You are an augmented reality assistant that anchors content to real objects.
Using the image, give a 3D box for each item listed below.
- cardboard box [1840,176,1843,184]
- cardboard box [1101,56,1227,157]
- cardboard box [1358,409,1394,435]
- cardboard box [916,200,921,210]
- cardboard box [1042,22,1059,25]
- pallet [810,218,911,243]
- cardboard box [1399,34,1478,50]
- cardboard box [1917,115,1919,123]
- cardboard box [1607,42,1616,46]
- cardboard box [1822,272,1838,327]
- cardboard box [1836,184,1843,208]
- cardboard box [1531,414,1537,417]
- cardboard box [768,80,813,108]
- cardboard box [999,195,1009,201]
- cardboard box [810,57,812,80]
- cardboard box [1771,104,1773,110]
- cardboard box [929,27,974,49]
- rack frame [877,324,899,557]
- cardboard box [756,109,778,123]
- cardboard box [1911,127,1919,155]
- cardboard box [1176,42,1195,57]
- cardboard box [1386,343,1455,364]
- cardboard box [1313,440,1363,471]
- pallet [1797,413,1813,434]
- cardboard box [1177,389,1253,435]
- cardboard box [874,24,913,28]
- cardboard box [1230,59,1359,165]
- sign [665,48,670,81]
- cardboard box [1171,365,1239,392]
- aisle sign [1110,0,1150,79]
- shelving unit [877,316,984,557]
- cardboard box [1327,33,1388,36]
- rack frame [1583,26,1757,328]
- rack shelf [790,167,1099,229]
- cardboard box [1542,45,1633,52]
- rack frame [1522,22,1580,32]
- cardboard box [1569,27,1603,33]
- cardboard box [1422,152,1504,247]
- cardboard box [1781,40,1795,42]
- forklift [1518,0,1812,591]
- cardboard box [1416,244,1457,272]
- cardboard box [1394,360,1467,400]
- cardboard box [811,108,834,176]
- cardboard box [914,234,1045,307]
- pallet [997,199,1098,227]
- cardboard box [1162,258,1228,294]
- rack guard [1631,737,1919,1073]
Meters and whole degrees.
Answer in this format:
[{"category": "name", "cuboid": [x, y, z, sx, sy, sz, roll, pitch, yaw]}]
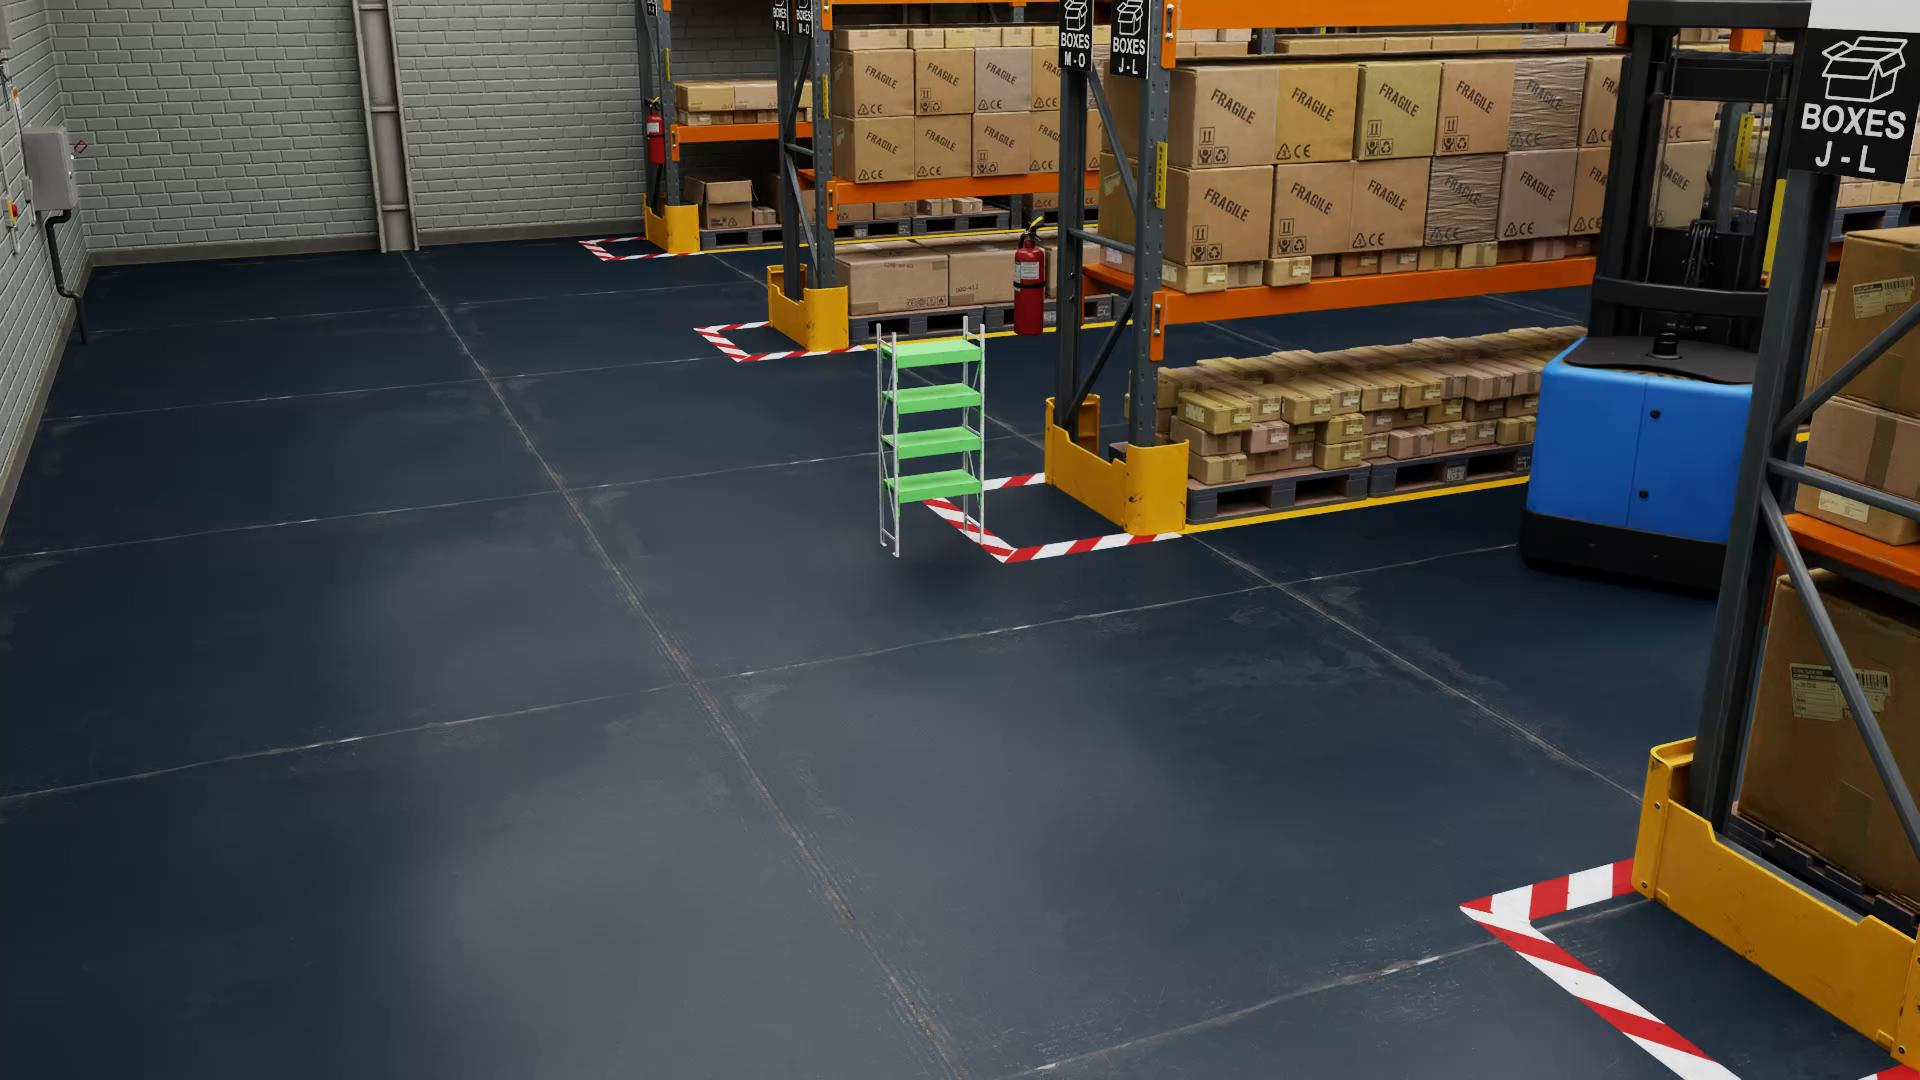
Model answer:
[{"category": "cardboard box", "cuboid": [5.263, -2.311, 10.366, 0.250, 0.149, 0.380, -9, 21, -23]}, {"category": "cardboard box", "cuboid": [1.131, -2.413, 9.256, 0.500, 0.500, 0.500, -9, 21, -23]}, {"category": "cardboard box", "cuboid": [2.340, -0.745, 9.834, 0.250, 0.149, 0.380, -9, 21, -25]}, {"category": "cardboard box", "cuboid": [-0.639, -3.935, 19.343, 0.250, 0.149, 0.380, -8, 21, -23]}, {"category": "cardboard box", "cuboid": [0.883, -4.320, 14.141, 0.250, 0.149, 0.380, -8, 21, -22]}, {"category": "pallet", "cuboid": [-1.294, -3.587, 18.891, 1.213, 0.211, 1.003, -8, 21, -22]}, {"category": "cardboard box", "cuboid": [4.336, -4.340, 15.176, 0.500, 0.500, 0.500, -9, 21, -23]}, {"category": "cardboard box", "cuboid": [6.448, -2.856, 11.466, 0.250, 0.149, 0.380, -7, 21, -20]}, {"category": "cardboard box", "cuboid": [6.409, -4.697, 16.615, 0.500, 0.500, 0.500, -9, 21, -23]}, {"category": "cardboard box", "cuboid": [5.753, -1.605, 11.065, 0.500, 0.250, 0.500, -8, 21, -20]}, {"category": "cardboard box", "cuboid": [5.278, -2.174, 10.426, 0.250, 0.149, 0.380, -8, 21, -21]}, {"category": "cardboard box", "cuboid": [3.478, -0.782, 10.386, 0.250, 0.149, 0.380, -9, 21, -23]}, {"category": "cardboard box", "cuboid": [-1.764, -4.809, 17.941, 0.500, 0.250, 0.500, -9, 21, -23]}, {"category": "cardboard box", "cuboid": [0.793, -4.328, 19.928, 0.500, 0.500, 0.500, -8, 21, -22]}, {"category": "cardboard box", "cuboid": [-1.313, -5.226, 17.997, 0.500, 0.500, 0.500, -8, 21, -21]}, {"category": "cardboard box", "cuboid": [8.186, -4.488, 16.997, 0.250, 0.149, 0.380, -9, 21, -24]}, {"category": "cardboard box", "cuboid": [-0.078, -3.997, 13.225, 0.250, 0.149, 0.380, -9, 21, -24]}, {"category": "rack frame", "cuboid": [-0.376, -0.512, 8.670, 0.015, 1.200, 0.240, -8, 21, -22]}, {"category": "cardboard box", "cuboid": [-2.104, -4.576, 17.880, 0.250, 0.149, 0.380, -7, 21, -20]}, {"category": "cardboard box", "cuboid": [5.981, -2.554, 10.608, 0.250, 0.149, 0.380, -8, 21, -22]}, {"category": "cardboard box", "cuboid": [1.636, -3.949, 14.065, 0.500, 0.500, 0.500, -8, 21, -23]}, {"category": "cardboard box", "cuboid": [2.881, -1.119, 10.448, 0.250, 0.149, 0.380, -9, 21, -24]}, {"category": "cardboard box", "cuboid": [2.128, -0.537, 9.692, 0.250, 0.149, 0.380, -8, 21, -21]}, {"category": "pallet", "cuboid": [5.196, -0.932, 11.351, 1.213, 0.211, 1.003, -8, 21, -22]}, {"category": "cardboard box", "cuboid": [1.425, -0.718, 9.308, 0.250, 0.149, 0.380, -9, 21, -24]}, {"category": "cardboard box", "cuboid": [-0.567, -4.148, 13.653, 0.250, 0.149, 0.380, -8, 21, -22]}, {"category": "cardboard box", "cuboid": [1.787, -2.324, 9.001, 0.500, 0.500, 0.500, -8, 21, -20]}, {"category": "sign", "cuboid": [-2.999, -4.871, 17.035, 0.005, 0.325, 0.100, -8, 21, -22]}, {"category": "cardboard box", "cuboid": [1.448, -0.915, 9.868, 0.250, 0.149, 0.380, -8, 21, -21]}, {"category": "aisle sign", "cuboid": [0.861, -2.743, 8.383, 0.004, 0.787, 0.394, -8, 21, -22]}, {"category": "shelving unit", "cuboid": [-0.152, -0.544, 8.761, 0.503, 1.200, 0.258, -8, 21, -22]}, {"category": "cardboard box", "cuboid": [3.685, -4.426, 15.419, 0.500, 0.500, 0.500, -7, 21, -20]}, {"category": "rack frame", "cuboid": [4.482, -2.145, 10.596, 0.127, 3.000, 1.000, -8, 21, -22]}, {"category": "rack shelf", "cuboid": [0.592, -3.038, 14.218, 4.000, 0.370, 1.077, -8, 21, -22]}, {"category": "cardboard box", "cuboid": [3.971, -2.819, 10.407, 0.500, 0.500, 0.500, -8, 21, -21]}, {"category": "rack frame", "cuboid": [7.805, -6.206, 22.132, 0.127, 3.000, 1.000, -8, 21, -22]}, {"category": "cardboard box", "cuboid": [8.215, -6.651, 21.820, 0.250, 0.149, 0.380, -8, 21, -21]}, {"category": "cardboard box", "cuboid": [2.733, -1.988, 9.554, 0.500, 0.500, 0.500, -9, 21, -23]}, {"category": "cardboard box", "cuboid": [8.570, -5.117, 16.831, 0.250, 0.149, 0.380, -9, 21, -24]}, {"category": "forklift", "cuboid": [4.111, -1.572, 9.073, 1.130, 2.935, 3.031, 12, 23, 30]}, {"category": "cardboard box", "cuboid": [2.649, -1.663, 9.608, 0.250, 0.149, 0.380, -7, 21, -20]}, {"category": "cardboard box", "cuboid": [2.818, -0.959, 9.994, 0.250, 0.149, 0.380, -8, 21, -22]}, {"category": "cardboard box", "cuboid": [-0.906, -3.306, 13.744, 0.500, 0.500, 0.500, -8, 21, -22]}, {"category": "cardboard box", "cuboid": [0.159, -2.344, 14.389, 0.875, 0.438, 0.875, -8, 21, -20]}, {"category": "pallet", "cuboid": [1.191, -3.957, 19.943, 1.213, 0.211, 1.003, -8, 21, -22]}, {"category": "cardboard box", "cuboid": [1.237, -1.442, 8.981, 0.250, 0.149, 0.380, -8, 21, -22]}, {"category": "rack guard", "cuboid": [2.659, 1.090, 5.174, 0.348, 0.500, 1.175, -8, 21, -22]}]
